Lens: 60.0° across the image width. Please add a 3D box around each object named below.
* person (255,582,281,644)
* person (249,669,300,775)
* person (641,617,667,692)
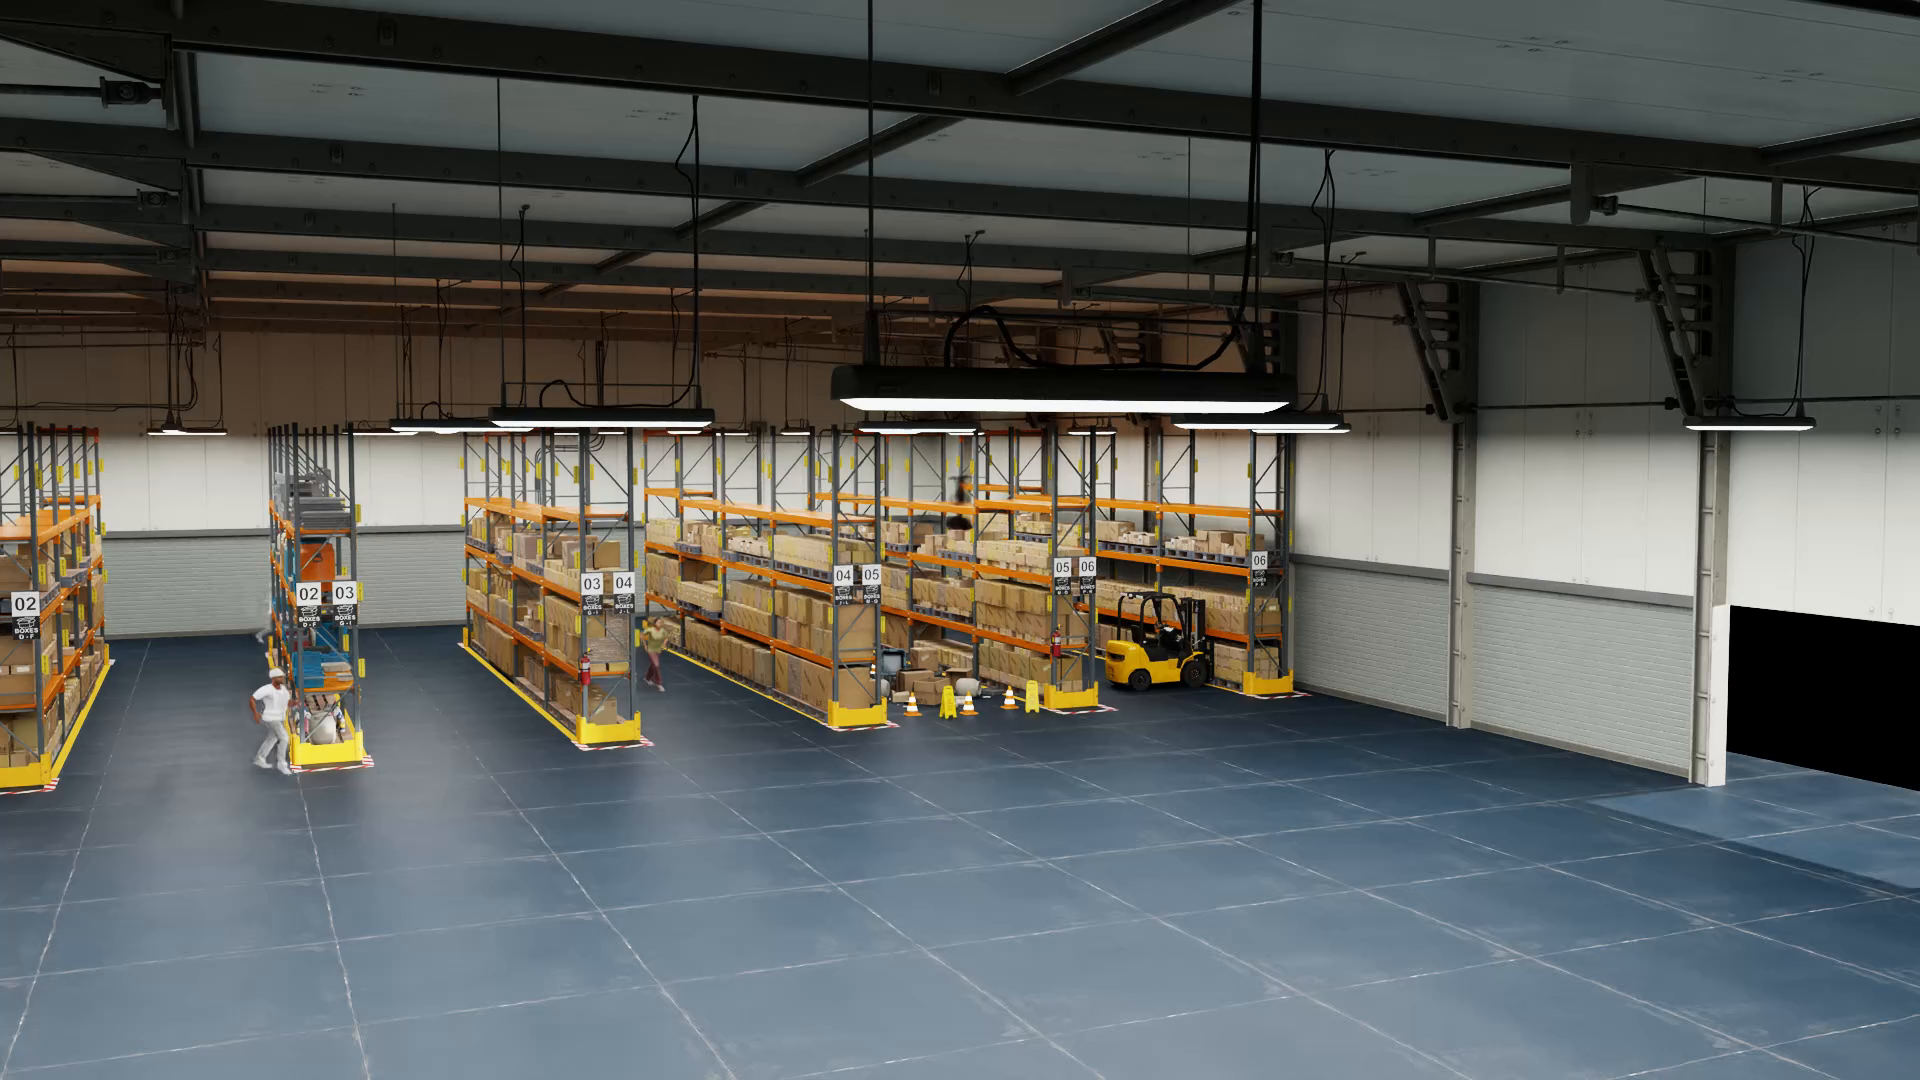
[{"bbox_3d":[-18.908,2.042,45.832,0.954,1.781,0.669,-1,4,-12],"label":"person"},{"bbox_3d":[-11.695,3.104,28.396,0.863,1.826,0.672,0,4,8],"label":"person"},{"bbox_3d":[-6.976,2.578,37.924,0.579,1.672,0.951,-3,4,-38],"label":"person"}]
